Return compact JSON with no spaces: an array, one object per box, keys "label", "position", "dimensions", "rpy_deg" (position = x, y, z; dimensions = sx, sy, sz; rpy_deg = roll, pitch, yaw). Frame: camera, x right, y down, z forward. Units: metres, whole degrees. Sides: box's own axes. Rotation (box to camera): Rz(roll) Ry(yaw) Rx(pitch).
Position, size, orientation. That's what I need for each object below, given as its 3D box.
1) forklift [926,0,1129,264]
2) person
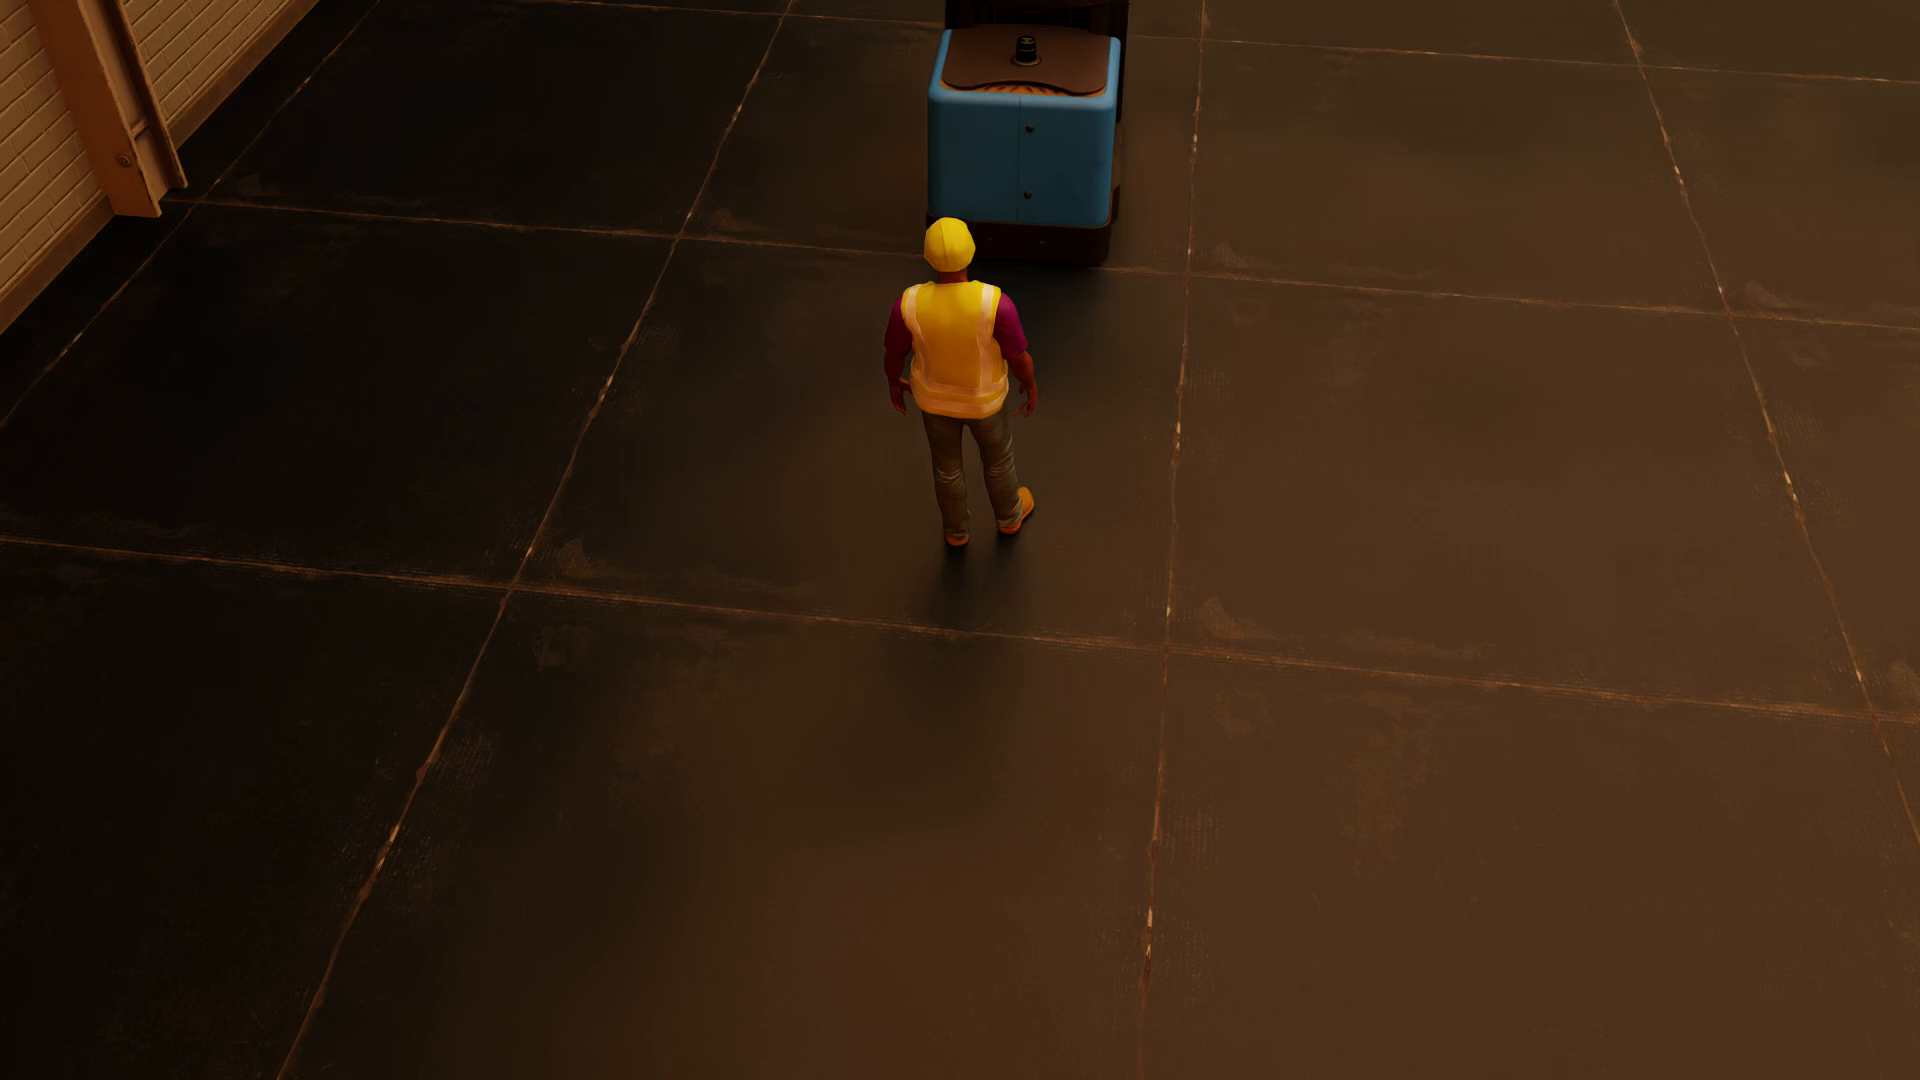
[{"label":"forklift","position":[0.480,-3.649,9.697],"dimensions":[1.130,2.935,3.031],"rpy_deg":[4,43,5]},{"label":"person","position":[0.015,-0.702,7.338],"dimensions":[0.665,1.765,0.577],"rpy_deg":[5,43,6]}]
